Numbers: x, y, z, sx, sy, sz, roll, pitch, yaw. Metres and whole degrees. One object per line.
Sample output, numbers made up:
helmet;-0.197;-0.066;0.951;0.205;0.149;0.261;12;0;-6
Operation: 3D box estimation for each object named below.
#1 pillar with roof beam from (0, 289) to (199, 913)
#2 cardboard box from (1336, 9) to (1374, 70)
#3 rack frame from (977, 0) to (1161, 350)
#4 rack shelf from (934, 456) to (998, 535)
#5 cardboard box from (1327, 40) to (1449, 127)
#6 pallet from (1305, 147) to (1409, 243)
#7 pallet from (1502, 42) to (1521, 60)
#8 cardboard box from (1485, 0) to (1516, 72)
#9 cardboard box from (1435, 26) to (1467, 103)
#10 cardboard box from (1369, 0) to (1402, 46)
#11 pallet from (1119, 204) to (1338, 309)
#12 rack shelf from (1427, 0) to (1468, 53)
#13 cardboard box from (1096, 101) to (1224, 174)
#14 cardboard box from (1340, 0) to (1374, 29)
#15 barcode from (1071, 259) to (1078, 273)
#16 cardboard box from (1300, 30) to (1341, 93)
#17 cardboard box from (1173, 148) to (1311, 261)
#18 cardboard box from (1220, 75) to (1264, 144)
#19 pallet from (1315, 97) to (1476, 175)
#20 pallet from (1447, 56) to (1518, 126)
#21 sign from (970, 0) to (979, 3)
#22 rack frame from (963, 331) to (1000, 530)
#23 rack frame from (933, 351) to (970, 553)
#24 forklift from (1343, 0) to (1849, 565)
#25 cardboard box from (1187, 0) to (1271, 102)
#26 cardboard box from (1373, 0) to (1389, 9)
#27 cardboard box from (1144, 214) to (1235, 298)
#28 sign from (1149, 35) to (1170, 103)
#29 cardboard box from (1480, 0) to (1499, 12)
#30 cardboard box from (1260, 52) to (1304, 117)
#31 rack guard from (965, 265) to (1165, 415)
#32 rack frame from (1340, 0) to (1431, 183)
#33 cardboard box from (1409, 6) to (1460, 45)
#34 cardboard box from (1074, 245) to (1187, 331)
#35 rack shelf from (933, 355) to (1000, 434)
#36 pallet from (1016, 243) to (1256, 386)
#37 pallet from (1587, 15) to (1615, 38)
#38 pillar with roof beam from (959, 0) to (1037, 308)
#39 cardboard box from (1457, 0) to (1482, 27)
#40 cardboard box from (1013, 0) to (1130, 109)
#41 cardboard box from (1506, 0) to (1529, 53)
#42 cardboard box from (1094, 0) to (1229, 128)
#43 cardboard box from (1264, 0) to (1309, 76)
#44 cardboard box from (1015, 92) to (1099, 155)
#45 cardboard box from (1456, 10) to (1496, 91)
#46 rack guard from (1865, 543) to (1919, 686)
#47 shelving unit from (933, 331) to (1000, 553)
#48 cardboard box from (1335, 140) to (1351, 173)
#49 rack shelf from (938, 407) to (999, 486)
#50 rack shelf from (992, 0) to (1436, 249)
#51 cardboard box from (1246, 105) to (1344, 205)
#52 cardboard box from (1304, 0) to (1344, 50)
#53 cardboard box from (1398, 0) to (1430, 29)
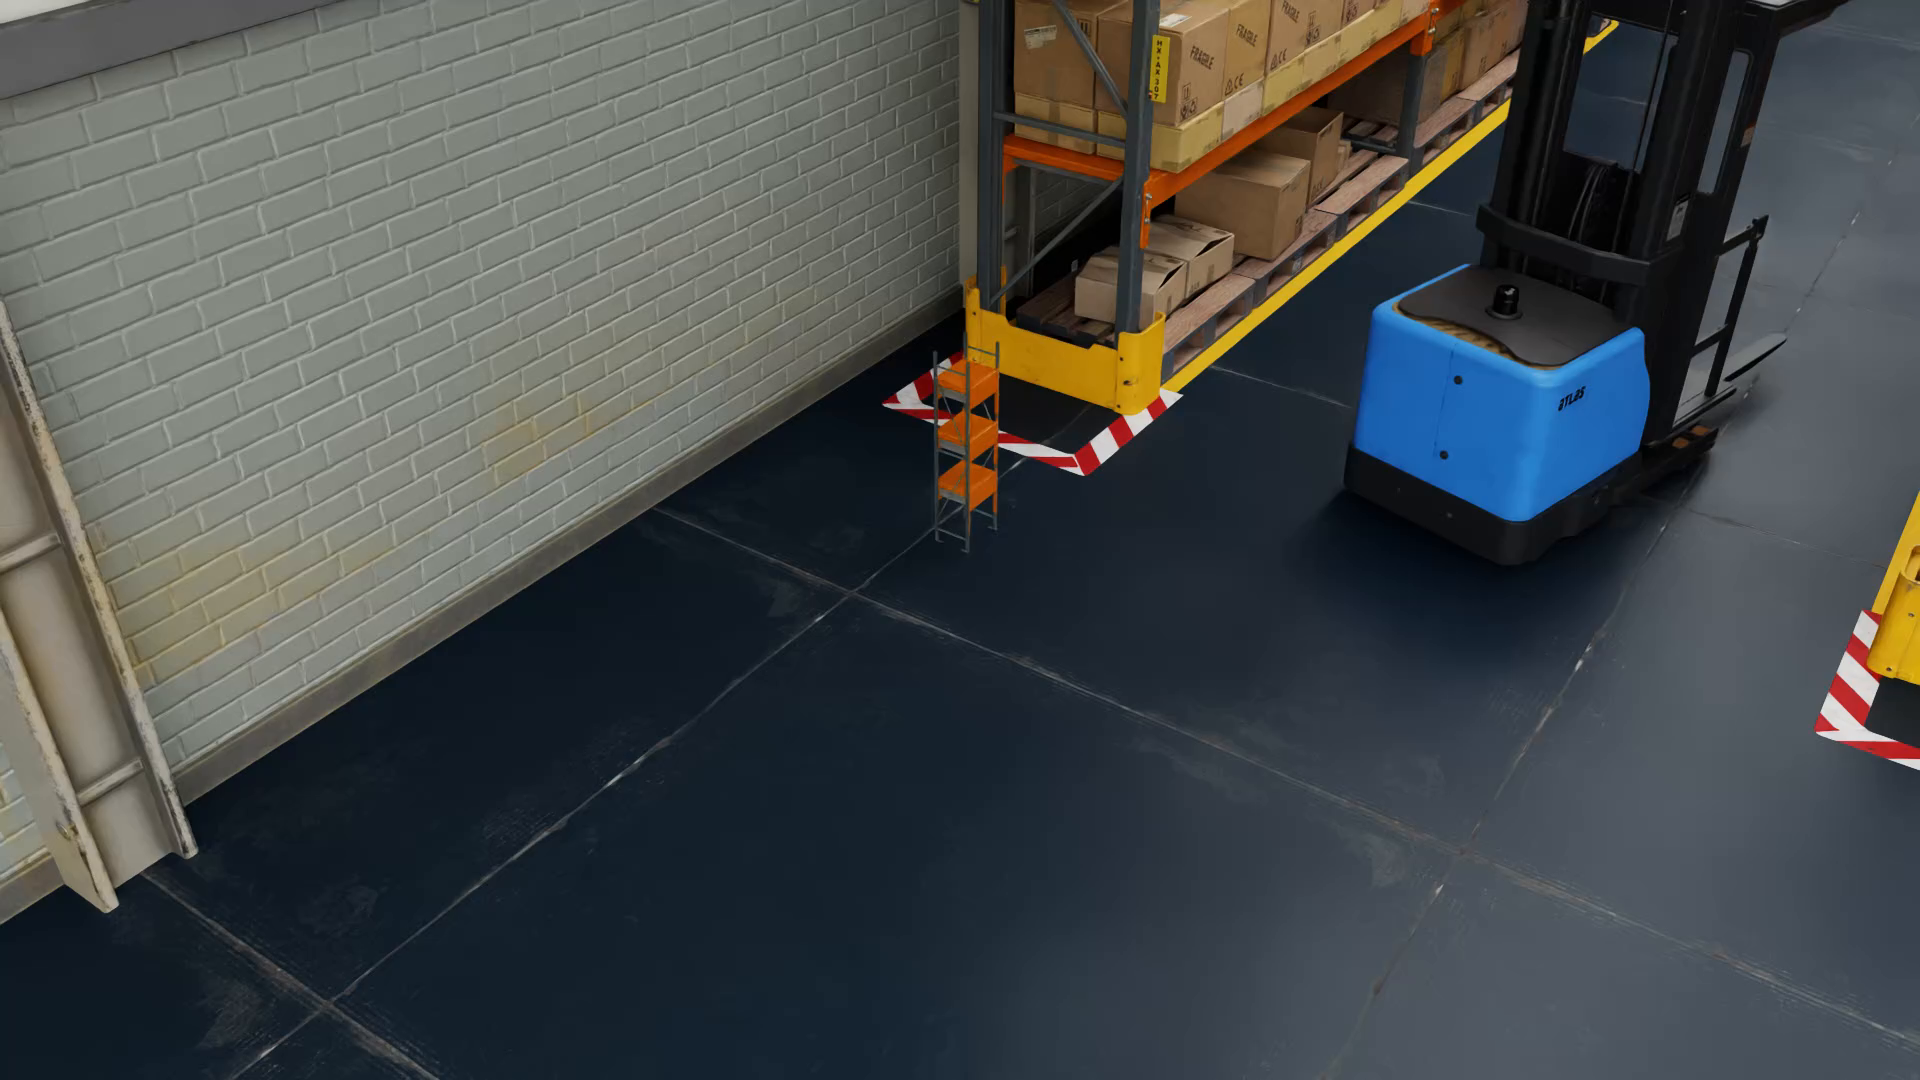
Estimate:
pillar with roof beam;0.344;-1.101;1.845;9.100;9.000;0.400;21;39;28
cardboard box;2.235;-3.163;10.366;0.500;0.250;0.500;21;39;28
rack frame;0.540;-2.154;8.757;1.000;3.000;0.127;21;39;28
rack shelf;0.031;-0.221;8.154;0.215;0.259;0.240;21;39;28
cardboard box;3.227;-3.486;12.565;0.700;0.500;0.500;23;40;30
pallet;2.467;-2.519;11.787;1.003;0.211;1.213;21;39;28
pallet;4.655;-4.321;14.452;1.003;0.211;1.213;21;39;28
cardboard box;4.085;-4.197;13.617;0.700;0.500;0.500;21;39;28
cardboard box;3.480;-3.739;12.941;0.700;0.500;0.500;20;39;27
cardboard box;2.509;-3.399;10.715;0.500;0.250;0.500;21;40;28
pallet;1.772;-1.955;10.953;1.003;0.211;1.213;21;39;28
rack shelf;3.961;-4.617;13.042;1.077;0.370;4.000;21;39;28
cardboard box;1.079;-2.223;8.976;0.500;0.250;0.500;20;39;27
cardboard box;2.230;-3.475;10.158;0.500;0.500;0.500;20;39;27
barcode;0.690;-1.652;10.014;0.001;0.075;0.075;21;39;28
cardboard box;1.949;-2.931;10.023;0.500;0.250;0.500;22;40;29
cardboard box;1.793;-2.174;10.626;0.700;0.500;0.500;19;38;25
cardboard box;1.364;-2.467;9.336;0.500;0.250;0.500;20;39;27
pallet;3.264;-3.198;12.791;1.003;0.211;1.213;21;39;28
pallet;3.959;-3.762;13.625;1.003;0.211;1.213;21;39;28
sign;0.096;-2.951;8.620;0.100;0.325;0.005;21;39;28
rack frame;0.100;-0.516;8.075;0.200;1.050;0.008;21;39;28
rack frame;-0.039;-0.403;7.909;0.200;1.050;0.008;21;39;28
forklift;3.413;-1.787;8.276;3.031;2.935;1.130;-26;42;-33
cardboard box;1.349;-2.759;9.098;0.500;0.500;0.500;21;40;28
cardboard box;2.525;-3.704;10.496;0.500;0.500;0.500;21;39;28
cardboard box;1.334;-1.774;10.204;0.500;0.311;0.500;25;41;32
sign;0.986;-2.339;8.259;0.100;0.325;0.005;21;39;28
cardboard box;4.068;-4.464;13.343;0.500;0.250;0.500;21;39;28
cardboard box;1.659;-2.699;9.680;0.500;0.250;0.500;21;39;27
rack guard;0.583;-1.153;9.509;1.175;0.500;0.348;21;39;28
rack frame;2.821;-3.995;11.479;1.000;3.000;0.127;21;39;28
cardboard box;3.475;-4.000;12.656;0.500;0.250;0.500;20;39;27
cardboard box;1.009;-1.512;9.816;0.500;0.311;0.500;17;37;23
rack shelf;0.031;-0.686;7.839;0.215;0.259;0.240;21;39;28
pallet;1.076;-1.396;10.126;1.003;0.211;1.213;21;39;28
pallet;5.613;-5.019;15.484;1.003;0.211;1.213;21;39;28
pillar with roof beam;3.765;-3.862;5.928;9.100;9.000;0.400;21;39;28
cardboard box;3.769;-4.241;13.012;0.500;0.250;0.500;20;39;27
cardboard box;0.634;-2.696;9.005;0.500;0.500;0.500;21;39;28
cardboard box;4.345;-4.434;13.968;0.700;0.500;0.500;21;39;28
cardboard box;1.059;-2.534;8.767;0.500;0.500;0.500;21;39;28
cardboard box;1.649;-2.994;9.447;0.500;0.500;0.500;20;39;27
cardboard box;0.647;-2.377;9.204;0.500;0.250;0.500;22;40;29
cardboard box;3.804;-3.961;13.269;0.700;0.500;0.500;22;40;29
rack guard;4.598;0.473;7.104;1.175;0.500;0.348;21;39;28
shelving unit;0.031;-0.460;7.992;0.215;1.050;0.252;21;39;28
cardboard box;2.540;-2.748;11.772;0.380;0.166;0.250;16;37;22
rack shelf;0.031;-0.451;7.998;0.215;0.259;0.240;21;39;28
rack shelf;1.681;-2.776;10.320;1.077;0.370;4.000;21;39;28
cardboard box;2.262;-2.651;11.331;0.500;0.500;0.500;18;38;25
cardboard box;1.934;-3.236;9.804;0.500;0.500;0.500;23;40;30
cardboard box;2.800;-3.626;11.050;0.500;0.250;0.500;21;40;28
